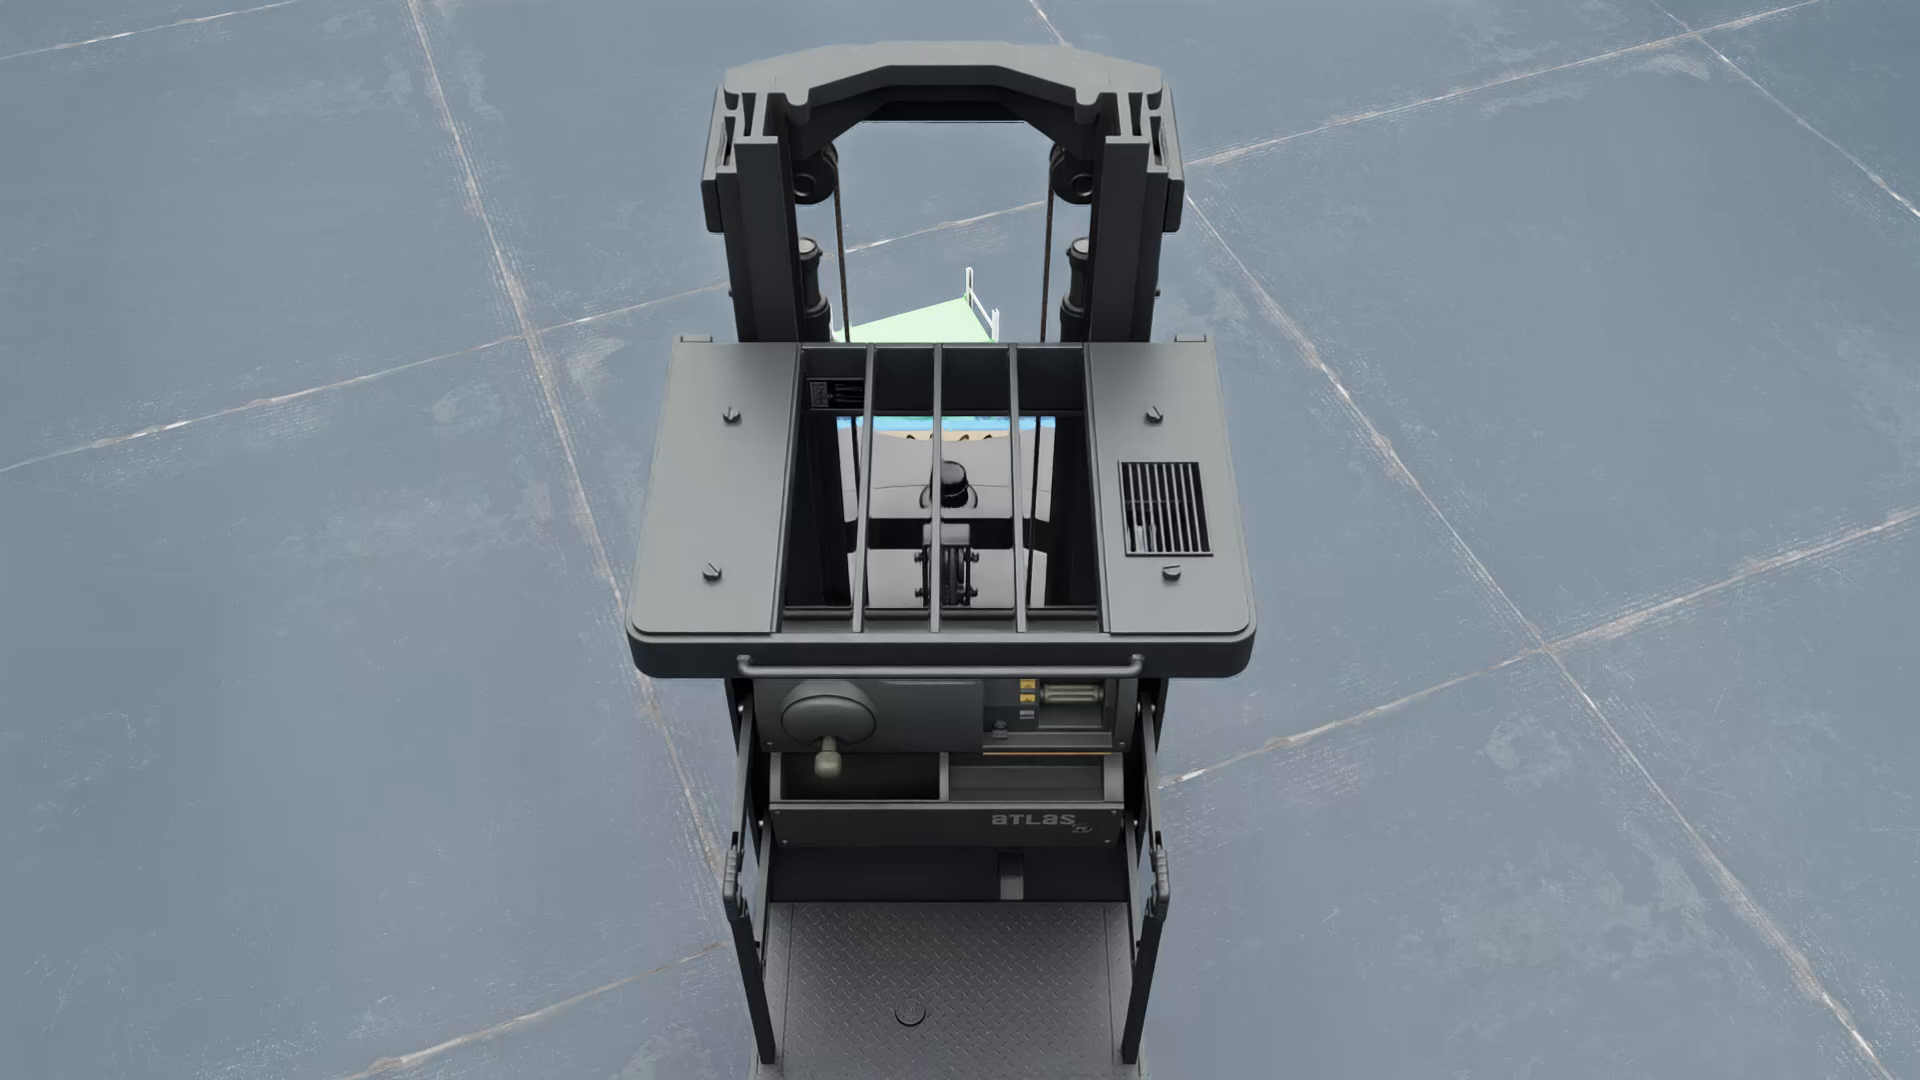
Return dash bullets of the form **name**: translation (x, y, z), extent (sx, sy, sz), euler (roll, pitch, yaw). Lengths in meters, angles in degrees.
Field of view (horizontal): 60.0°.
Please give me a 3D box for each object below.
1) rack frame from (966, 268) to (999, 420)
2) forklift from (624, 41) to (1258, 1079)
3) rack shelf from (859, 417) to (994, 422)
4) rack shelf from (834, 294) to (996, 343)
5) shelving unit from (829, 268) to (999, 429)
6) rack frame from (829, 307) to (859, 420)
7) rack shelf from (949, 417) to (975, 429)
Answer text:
- **rack frame**: translation (0.073, -0.413, 5.814), extent (0.015, 1.200, 0.240), euler (-17, 52, -14)
- **forklift**: translation (-0.033, 0.491, 3.897), extent (1.130, 2.935, 3.031), euler (0, 49, 0)
- **rack shelf**: translation (-0.153, -0.458, 5.620), extent (0.480, 0.148, 0.258), euler (-17, 52, -14)
- **rack shelf**: translation (-0.153, -0.615, 5.438), extent (0.480, 0.148, 0.258), euler (-17, 52, -14)
- **shelving unit**: translation (-0.153, -0.343, 5.754), extent (0.503, 1.200, 0.258), euler (-17, 52, -14)
- **rack frame**: translation (-0.379, -0.273, 5.694), extent (0.015, 1.200, 0.240), euler (-17, 52, -14)
- **rack shelf**: translation (-0.153, -0.302, 5.803), extent (0.480, 0.148, 0.258), euler (-17, 52, -14)
